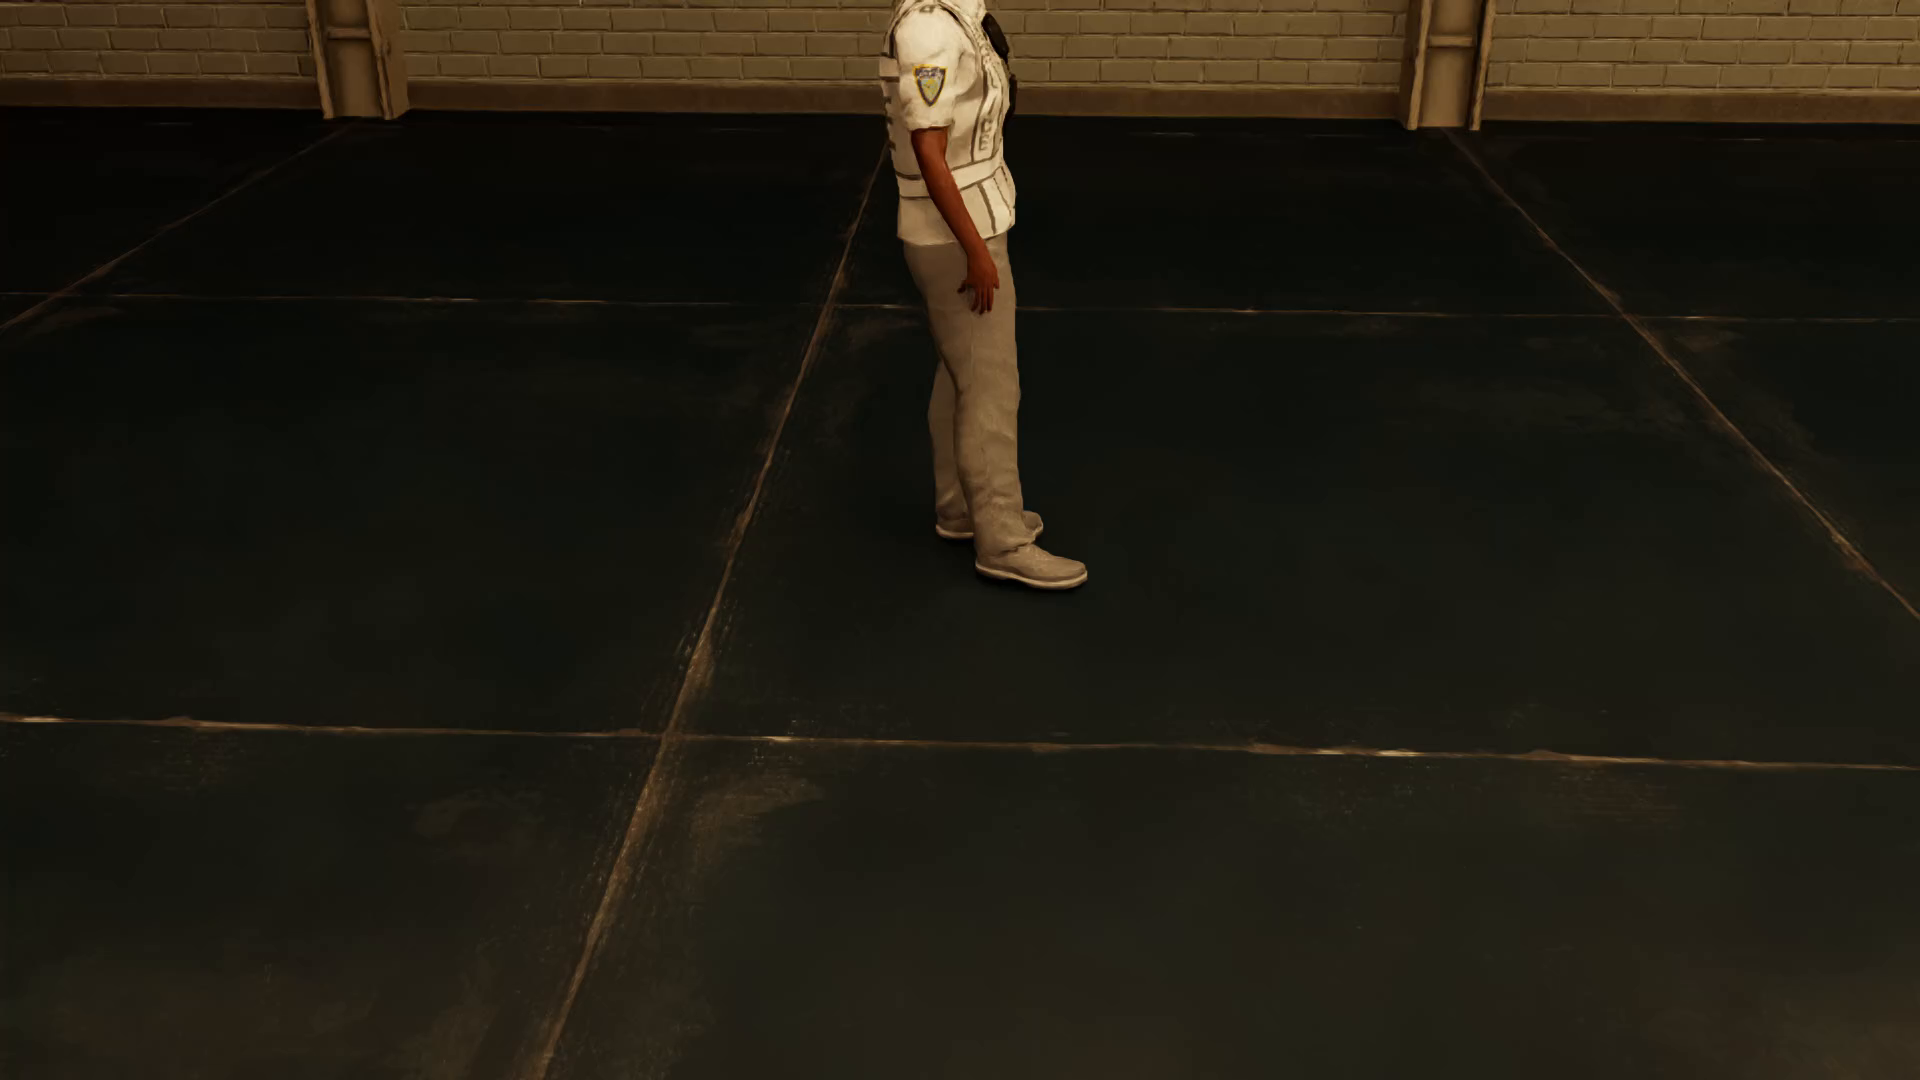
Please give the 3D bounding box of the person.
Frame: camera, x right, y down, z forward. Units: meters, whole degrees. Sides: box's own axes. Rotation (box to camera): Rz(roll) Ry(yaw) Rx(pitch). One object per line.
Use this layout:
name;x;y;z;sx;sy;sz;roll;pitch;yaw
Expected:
person;0.074;-0.752;4.125;0.529;1.684;0.570;1;26;2
